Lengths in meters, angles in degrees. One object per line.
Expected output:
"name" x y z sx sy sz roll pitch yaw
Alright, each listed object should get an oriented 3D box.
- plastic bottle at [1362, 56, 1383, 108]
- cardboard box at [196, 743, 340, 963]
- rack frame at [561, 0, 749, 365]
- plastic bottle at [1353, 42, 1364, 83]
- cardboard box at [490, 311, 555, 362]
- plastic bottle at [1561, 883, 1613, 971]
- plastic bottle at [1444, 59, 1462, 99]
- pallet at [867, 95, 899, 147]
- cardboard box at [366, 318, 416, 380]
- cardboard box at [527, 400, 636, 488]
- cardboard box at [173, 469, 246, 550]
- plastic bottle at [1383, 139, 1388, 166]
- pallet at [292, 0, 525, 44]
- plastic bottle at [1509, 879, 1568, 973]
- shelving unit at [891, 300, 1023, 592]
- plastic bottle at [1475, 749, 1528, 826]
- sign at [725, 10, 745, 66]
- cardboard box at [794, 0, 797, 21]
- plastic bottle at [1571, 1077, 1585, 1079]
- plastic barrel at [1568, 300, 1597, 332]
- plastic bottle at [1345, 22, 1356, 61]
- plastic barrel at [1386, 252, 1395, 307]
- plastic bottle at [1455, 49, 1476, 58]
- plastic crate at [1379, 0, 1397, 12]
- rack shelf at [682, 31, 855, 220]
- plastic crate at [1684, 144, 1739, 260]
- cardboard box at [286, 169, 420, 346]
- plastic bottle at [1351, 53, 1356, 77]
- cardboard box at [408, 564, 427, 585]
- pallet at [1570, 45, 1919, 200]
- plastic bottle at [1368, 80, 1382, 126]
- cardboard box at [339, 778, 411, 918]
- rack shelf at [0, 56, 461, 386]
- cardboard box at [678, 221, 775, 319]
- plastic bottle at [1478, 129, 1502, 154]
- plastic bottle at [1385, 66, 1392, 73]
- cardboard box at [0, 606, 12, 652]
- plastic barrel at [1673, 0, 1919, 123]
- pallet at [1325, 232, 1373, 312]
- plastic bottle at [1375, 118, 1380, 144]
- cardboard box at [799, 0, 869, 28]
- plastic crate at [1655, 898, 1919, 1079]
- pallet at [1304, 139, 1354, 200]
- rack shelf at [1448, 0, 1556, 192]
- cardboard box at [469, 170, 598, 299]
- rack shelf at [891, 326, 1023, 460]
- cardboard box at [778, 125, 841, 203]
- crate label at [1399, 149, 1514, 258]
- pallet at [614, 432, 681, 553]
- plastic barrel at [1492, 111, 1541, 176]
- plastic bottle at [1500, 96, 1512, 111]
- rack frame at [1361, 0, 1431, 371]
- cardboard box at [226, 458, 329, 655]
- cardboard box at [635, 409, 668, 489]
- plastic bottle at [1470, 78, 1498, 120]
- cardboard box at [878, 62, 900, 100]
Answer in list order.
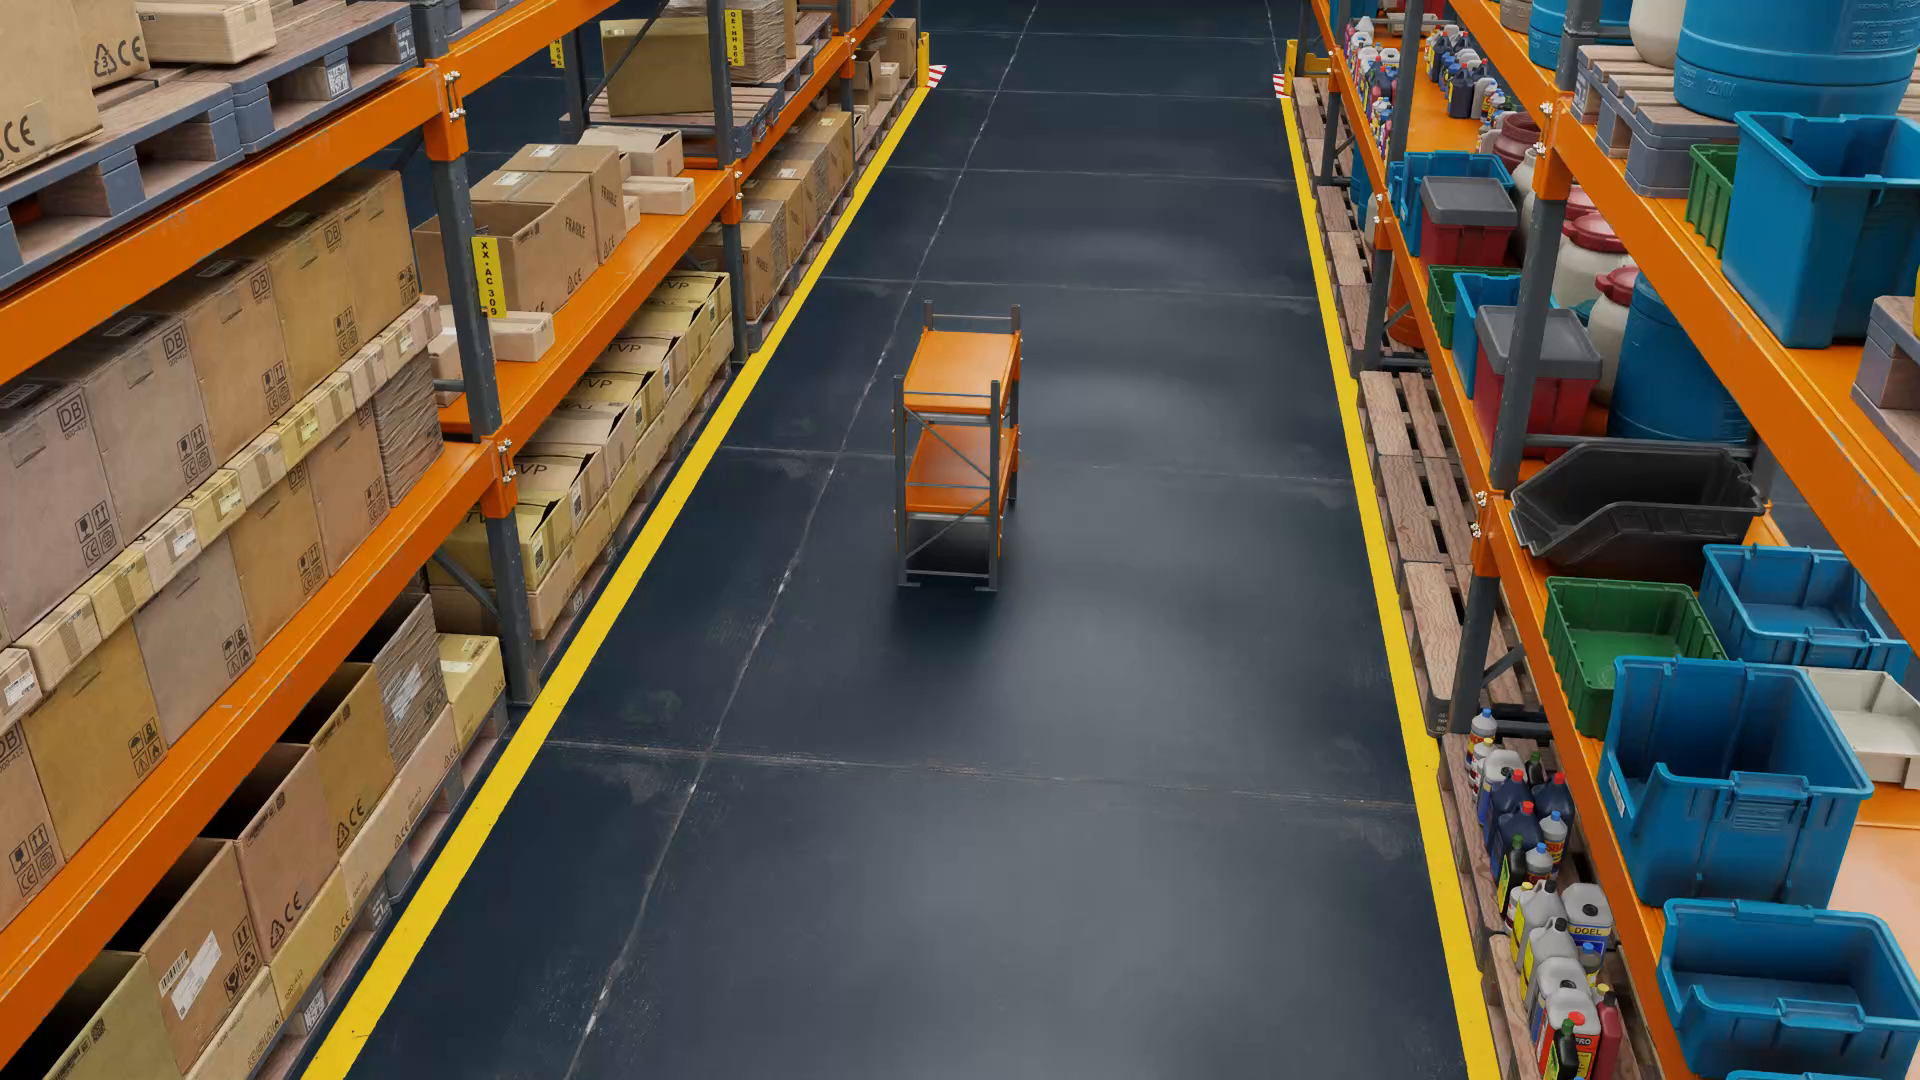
"plastic bottle" 2.884 -3.185 11.550 0.144 0.351 0.185 3 28 6
"cardboard box" -2.404 0.995 5.405 0.500 0.500 0.500 3 28 6
"rack frame" -1.897 -2.520 10.266 1.000 3.000 0.127 3 28 6
"plastic bottle" 2.931 -3.496 12.200 0.061 0.283 0.133 3 28 6
"cardboard box" -2.076 -0.932 7.582 0.380 0.149 0.250 3 28 6
"plastic bottle" 2.092 1.299 5.584 0.152 0.276 0.135 3 28 6
"plastic bottle" 3.504 -3.269 11.791 0.097 0.271 0.097 0 28 0
"pallet" -1.175 -4.075 16.091 1.003 0.211 1.213 3 28 6
"cardboard box" -2.240 -0.710 6.117 0.380 0.149 0.250 3 28 5
"cardboard box" -1.961 -0.518 8.414 0.500 0.311 0.500 2 28 5
"cardboard box" -2.395 -0.104 4.991 0.380 0.149 0.250 4 29 8
"plastic bottle" 2.677 -2.412 10.273 0.097 0.201 0.097 0 28 0
"pallet" -2.292 -2.290 6.877 0.805 0.209 1.217 2 28 4
"plastic bottle" 1.942 1.269 5.560 0.144 0.351 0.185 3 28 6
"shelving unit" 0.001 -0.498 8.489 0.538 1.125 1.048 3 28 6
"plastic bottle" 2.042 0.936 6.258 0.152 0.276 0.135 4 29 8
"sign" -1.346 -2.999 9.934 0.100 0.325 0.005 3 28 6
"cardboard box" -1.687 -4.422 13.247 0.700 0.500 0.500 -6 29 -11
"plastic bottle" 1.828 1.683 4.949 0.097 0.201 0.097 0 28 0
"plastic barrel" 2.843 -0.901 7.406 0.301 0.262 0.301 0 28 0
"plastic bottle" 3.024 -3.852 12.860 0.061 0.283 0.133 3 28 6
"plastic barrel" 3.042 -1.823 11.151 0.421 0.512 0.421 0 28 0
"plastic bottle" 3.674 -3.445 12.113 0.152 0.276 0.135 3 28 6
"plastic crate" 3.878 -4.796 14.551 0.437 0.282 0.530 3 28 6
"rack shelf" -1.652 -3.145 12.184 1.077 0.370 4.000 3 28 6
"plastic crate" 2.065 -0.848 4.223 0.336 0.188 0.450 3 28 6
"cardboard box" -2.435 -1.043 6.051 0.700 0.500 0.500 3 29 6
"plastic bottle" 2.976 -3.559 12.404 0.097 0.201 0.097 0 28 0
"cardboard box" -2.622 -0.066 7.575 0.500 0.311 0.500 3 28 6
"pallet" 2.537 -1.240 4.925 1.213 0.211 1.003 3 28 6
"plastic bottle" 2.785 -2.933 11.154 0.061 0.283 0.133 3 28 6
"cardboard box" -2.345 1.090 6.020 0.500 0.250 0.500 3 28 6
"rack shelf" -2.632 -0.700 4.482 1.077 0.370 4.000 3 28 6
"cardboard box" -1.558 -1.811 11.121 0.500 0.500 0.500 5 29 8
"plastic bottle" 3.241 -2.370 10.117 0.152 0.276 0.135 3 28 6
"plastic bottle" 3.058 -3.287 11.898 0.097 0.201 0.097 0 28 0
"cardboard box" -2.742 0.138 3.857 0.700 0.500 0.500 3 28 5
"plastic barrel" 2.300 -1.612 4.445 0.600 0.901 0.708 3 28 6
"pallet" 3.226 -1.949 12.146 1.003 0.211 1.213 3 28 6
"plastic bottle" 2.741 -2.658 10.730 0.097 0.201 0.097 0 28 0
"cardboard box" -1.074 -4.671 14.153 0.500 0.500 0.500 4 29 8
"plastic crate" 1.888 1.042 3.810 0.499 0.251 0.408 3 28 6
"pallet" 3.560 -3.234 14.531 1.003 0.211 1.213 3 28 6
"rack shelf" 2.773 -2.293 7.440 1.077 0.370 4.000 3 28 6
"cardboard box" -2.151 -1.526 8.314 0.500 0.500 0.500 3 28 6
"rack shelf" 0.001 -0.756 8.350 0.538 0.278 1.000 3 28 6
"cardboard box" -1.252 -3.015 13.356 0.500 0.500 0.500 3 29 6
"crate label" 2.628 -1.794 8.881 0.502 0.435 0.616 3 28 6
"pallet" -2.189 -0.335 9.149 1.003 0.211 1.213 3 28 6
"plastic barrel" 3.262 -2.055 9.258 0.600 0.536 0.708 3 28 6
"plastic bottle" 3.539 -2.751 10.817 0.061 0.283 0.133 3 28 6
"rack frame" 3.018 -2.231 9.728 1.000 3.000 0.127 3 28 6
"cardboard box" -2.559 0.012 5.459 0.700 0.500 0.500 4 29 7
"cardboard box" -1.904 -0.511 8.993 0.500 0.250 0.500 4 29 7
"plastic bottle" 3.562 -3.014 11.312 0.152 0.276 0.135 3 28 6
"cardboard box" -0.885 -4.554 16.475 0.500 0.250 0.500 3 28 6
